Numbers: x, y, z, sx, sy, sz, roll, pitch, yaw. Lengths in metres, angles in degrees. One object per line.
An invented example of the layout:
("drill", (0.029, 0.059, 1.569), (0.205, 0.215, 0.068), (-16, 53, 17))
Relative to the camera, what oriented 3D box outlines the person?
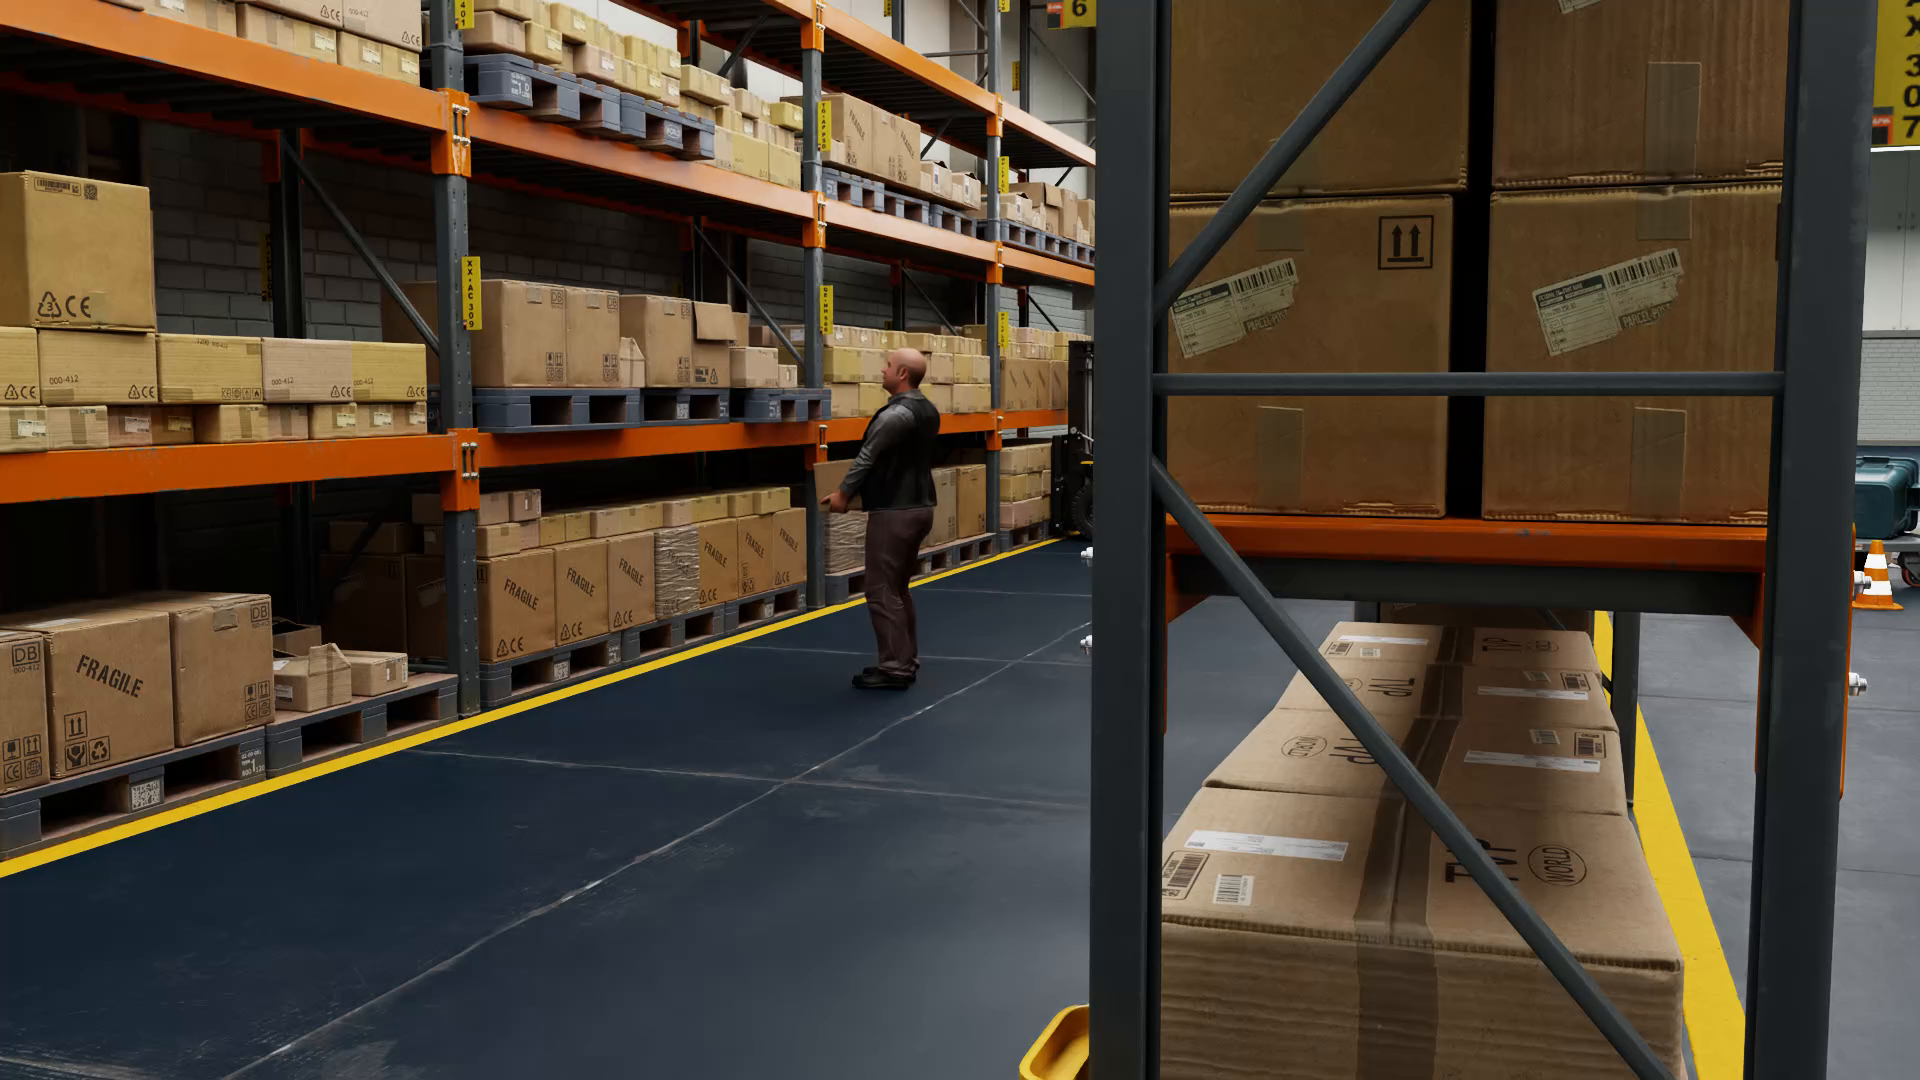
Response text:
("person", (-0.408, -0.114, 8.449), (0.560, 1.708, 0.494), (2, 5, 19))
